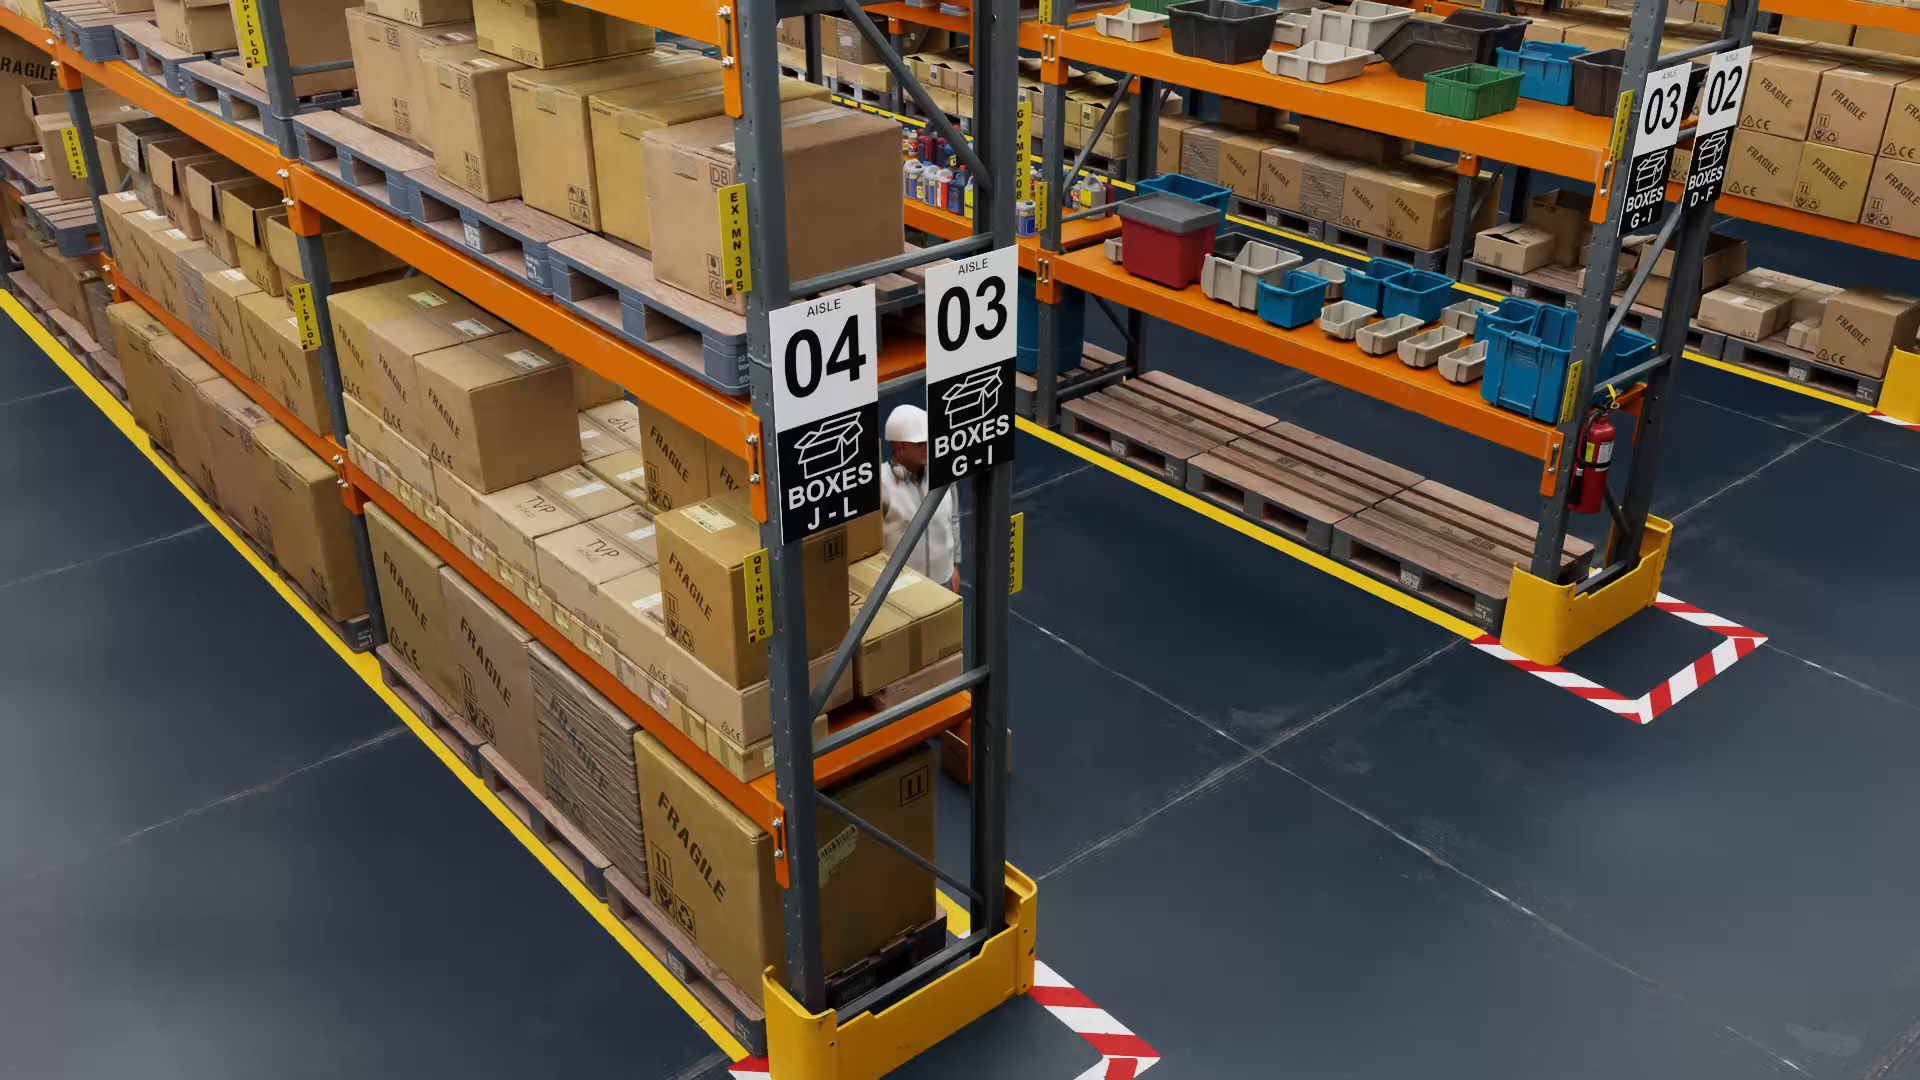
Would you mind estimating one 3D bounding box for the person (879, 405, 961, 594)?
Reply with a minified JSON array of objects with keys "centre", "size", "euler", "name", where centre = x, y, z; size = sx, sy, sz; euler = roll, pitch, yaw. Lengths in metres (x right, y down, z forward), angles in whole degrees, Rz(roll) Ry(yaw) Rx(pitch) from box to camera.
[{"centre":[-0.217,0.194,8.224],"size":[0.559,1.798,0.388],"euler":[-16,32,-28],"name":"person"}]
